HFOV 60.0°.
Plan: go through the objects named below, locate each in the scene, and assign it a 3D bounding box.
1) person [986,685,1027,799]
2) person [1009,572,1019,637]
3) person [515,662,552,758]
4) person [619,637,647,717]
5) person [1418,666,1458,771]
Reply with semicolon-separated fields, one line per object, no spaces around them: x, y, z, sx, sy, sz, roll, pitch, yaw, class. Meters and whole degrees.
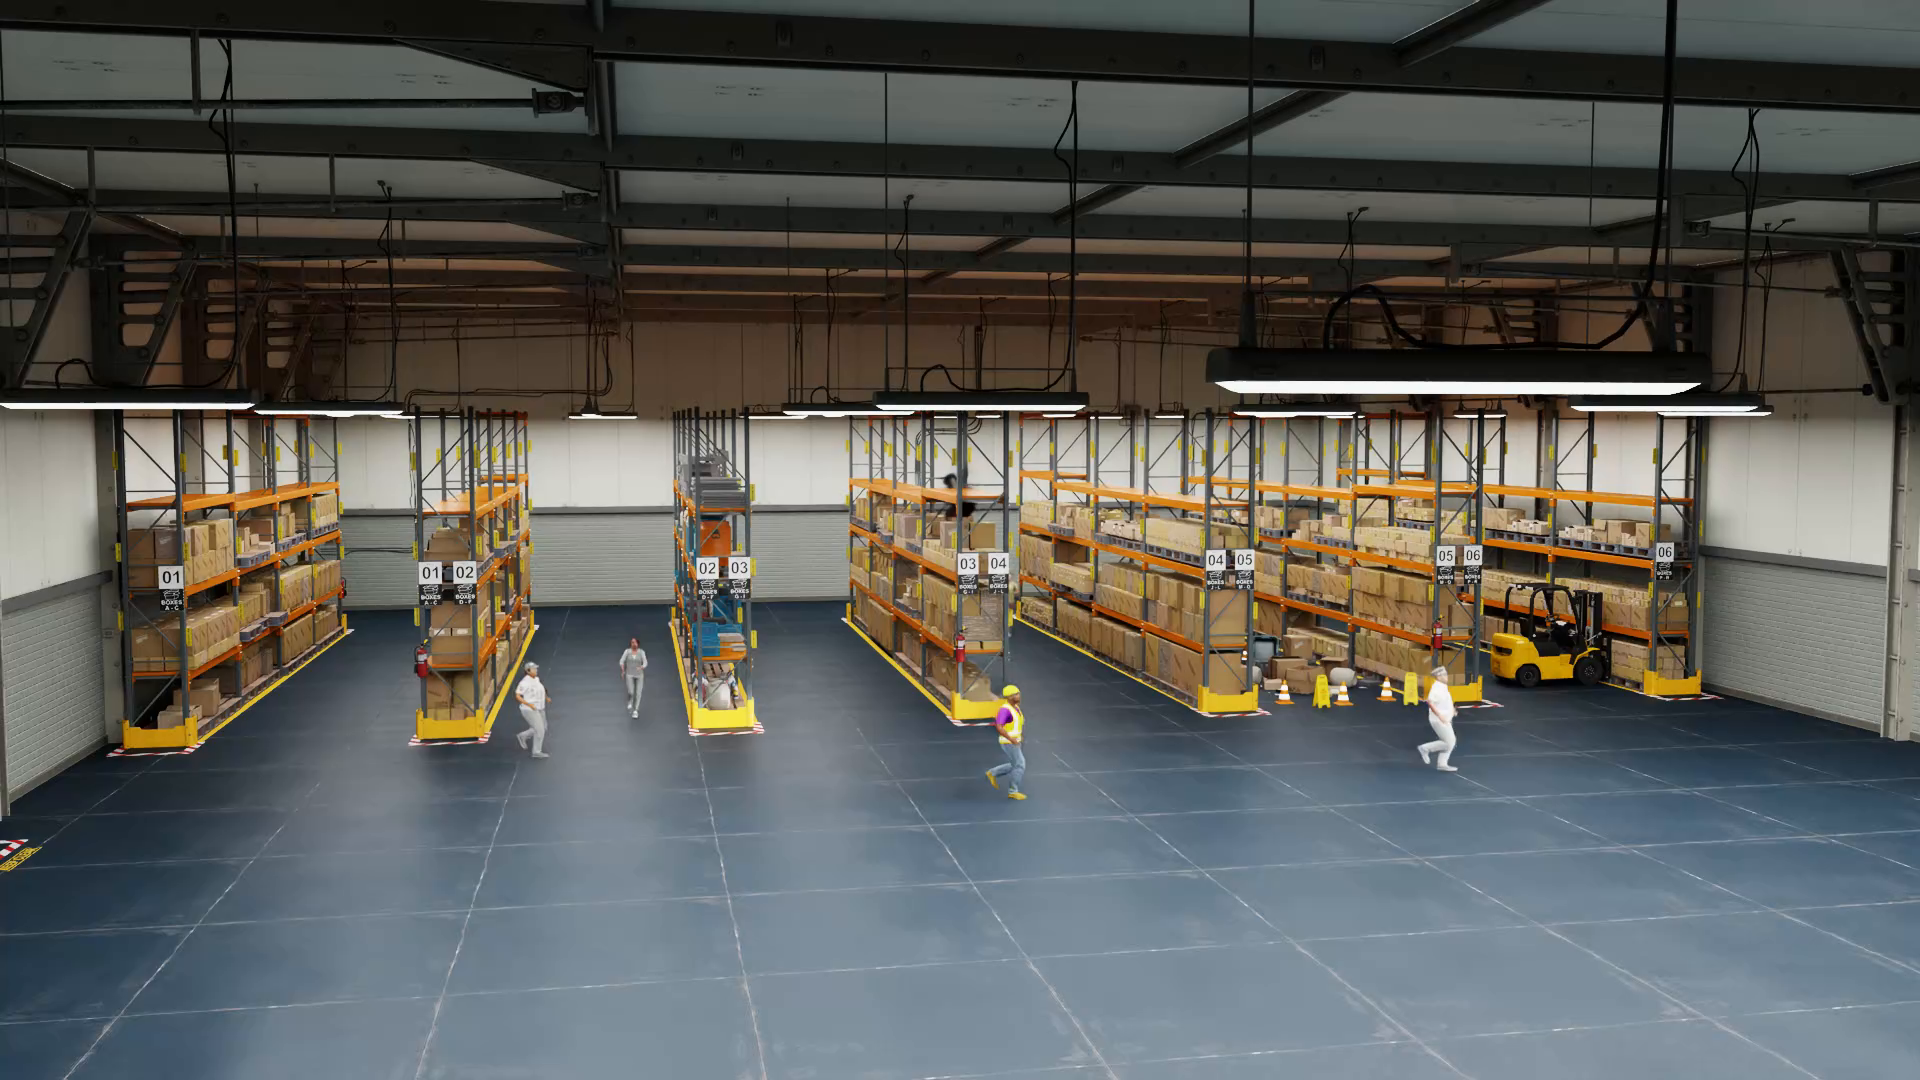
0.704;3.064;25.326;0.666;1.727;0.727;1;4;14;person
1.307;1.704;44.595;0.561;1.687;0.896;-1;4;-14;person
-7.335;2.903;28.401;0.679;1.610;0.633;1;4;16;person
-6.303;2.702;32.119;0.508;1.467;0.549;-1;4;-15;person
7.839;2.918;27.243;0.622;1.734;0.679;1;4;18;person
